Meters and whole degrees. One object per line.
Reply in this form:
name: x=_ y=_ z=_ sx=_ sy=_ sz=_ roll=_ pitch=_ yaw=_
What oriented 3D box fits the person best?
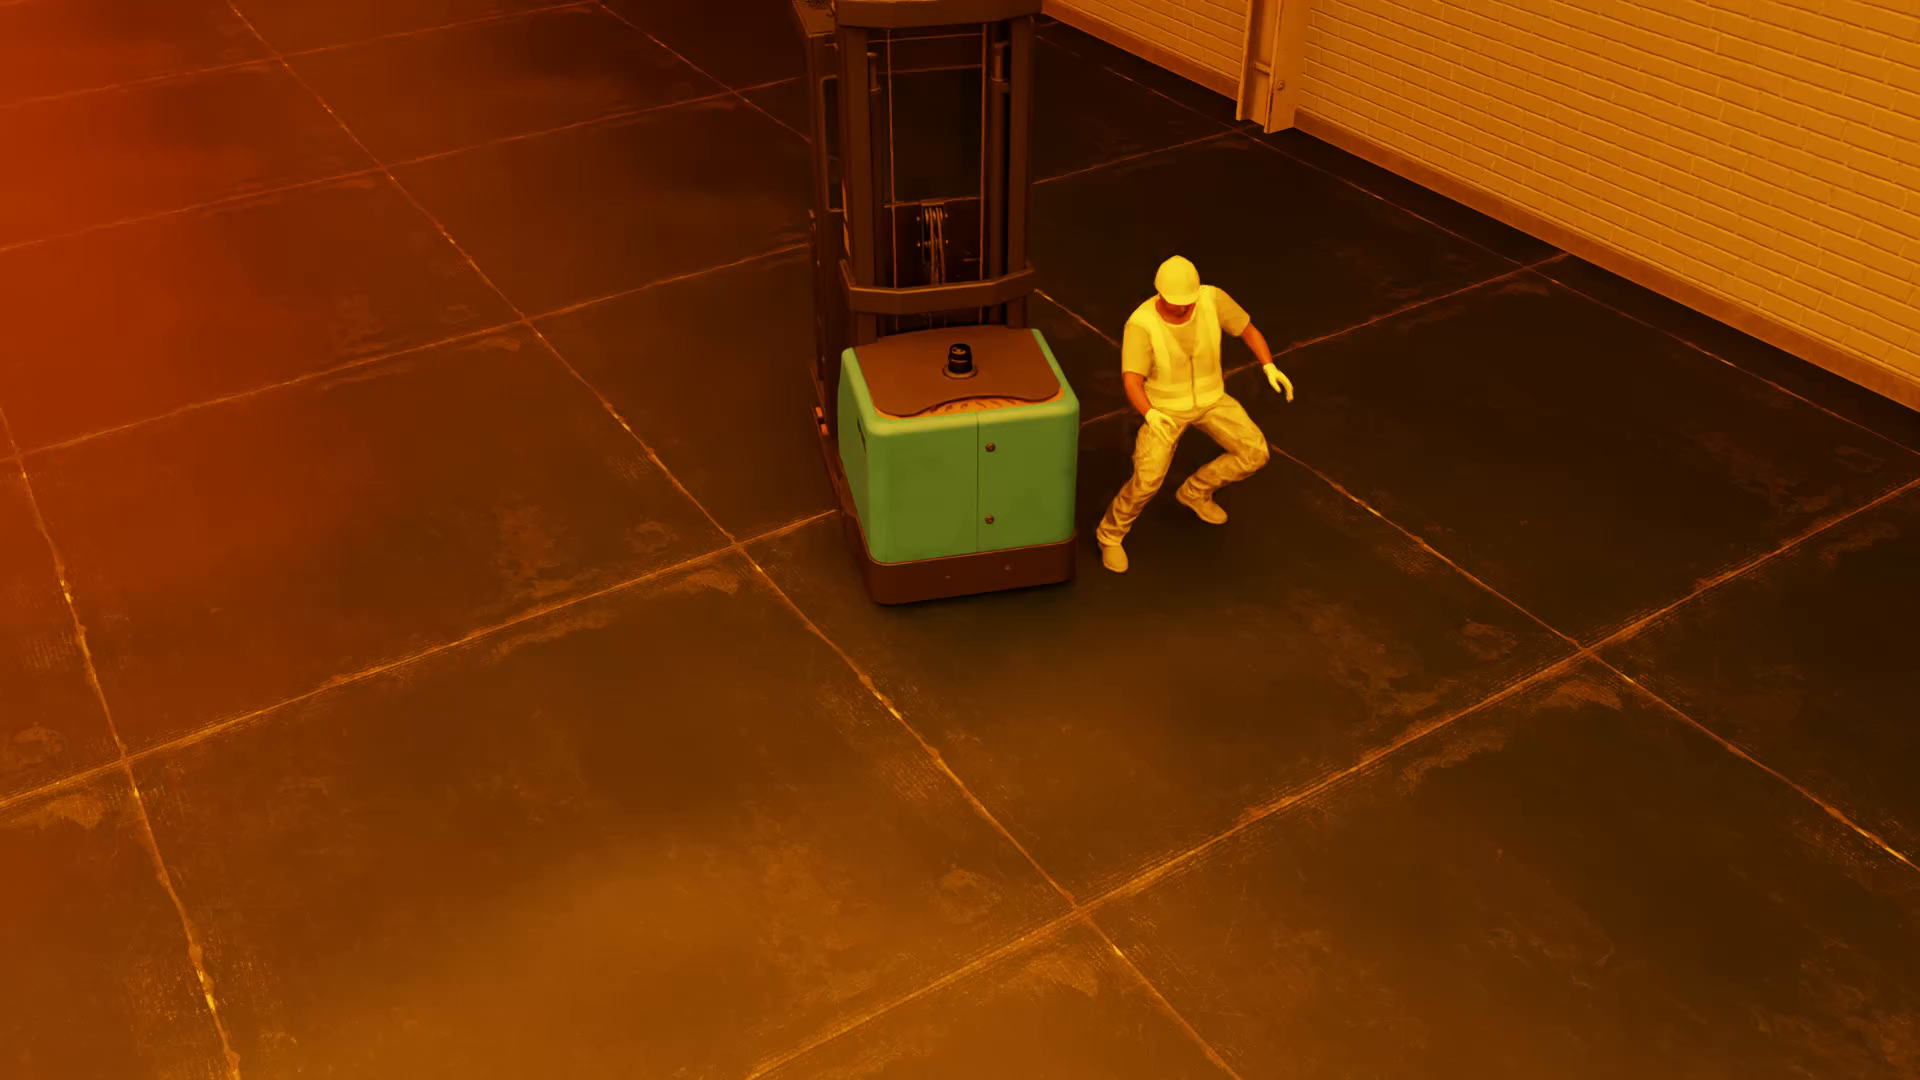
person: x=1.154 y=-0.624 z=8.215 sx=0.921 sy=1.576 sz=0.796 roll=-9 pitch=36 yaw=-13

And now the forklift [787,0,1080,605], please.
forklift: x=-0.240 y=-1.727 z=8.606 sx=1.130 sy=2.935 sz=3.031 roll=-7 pitch=36 yaw=-10
